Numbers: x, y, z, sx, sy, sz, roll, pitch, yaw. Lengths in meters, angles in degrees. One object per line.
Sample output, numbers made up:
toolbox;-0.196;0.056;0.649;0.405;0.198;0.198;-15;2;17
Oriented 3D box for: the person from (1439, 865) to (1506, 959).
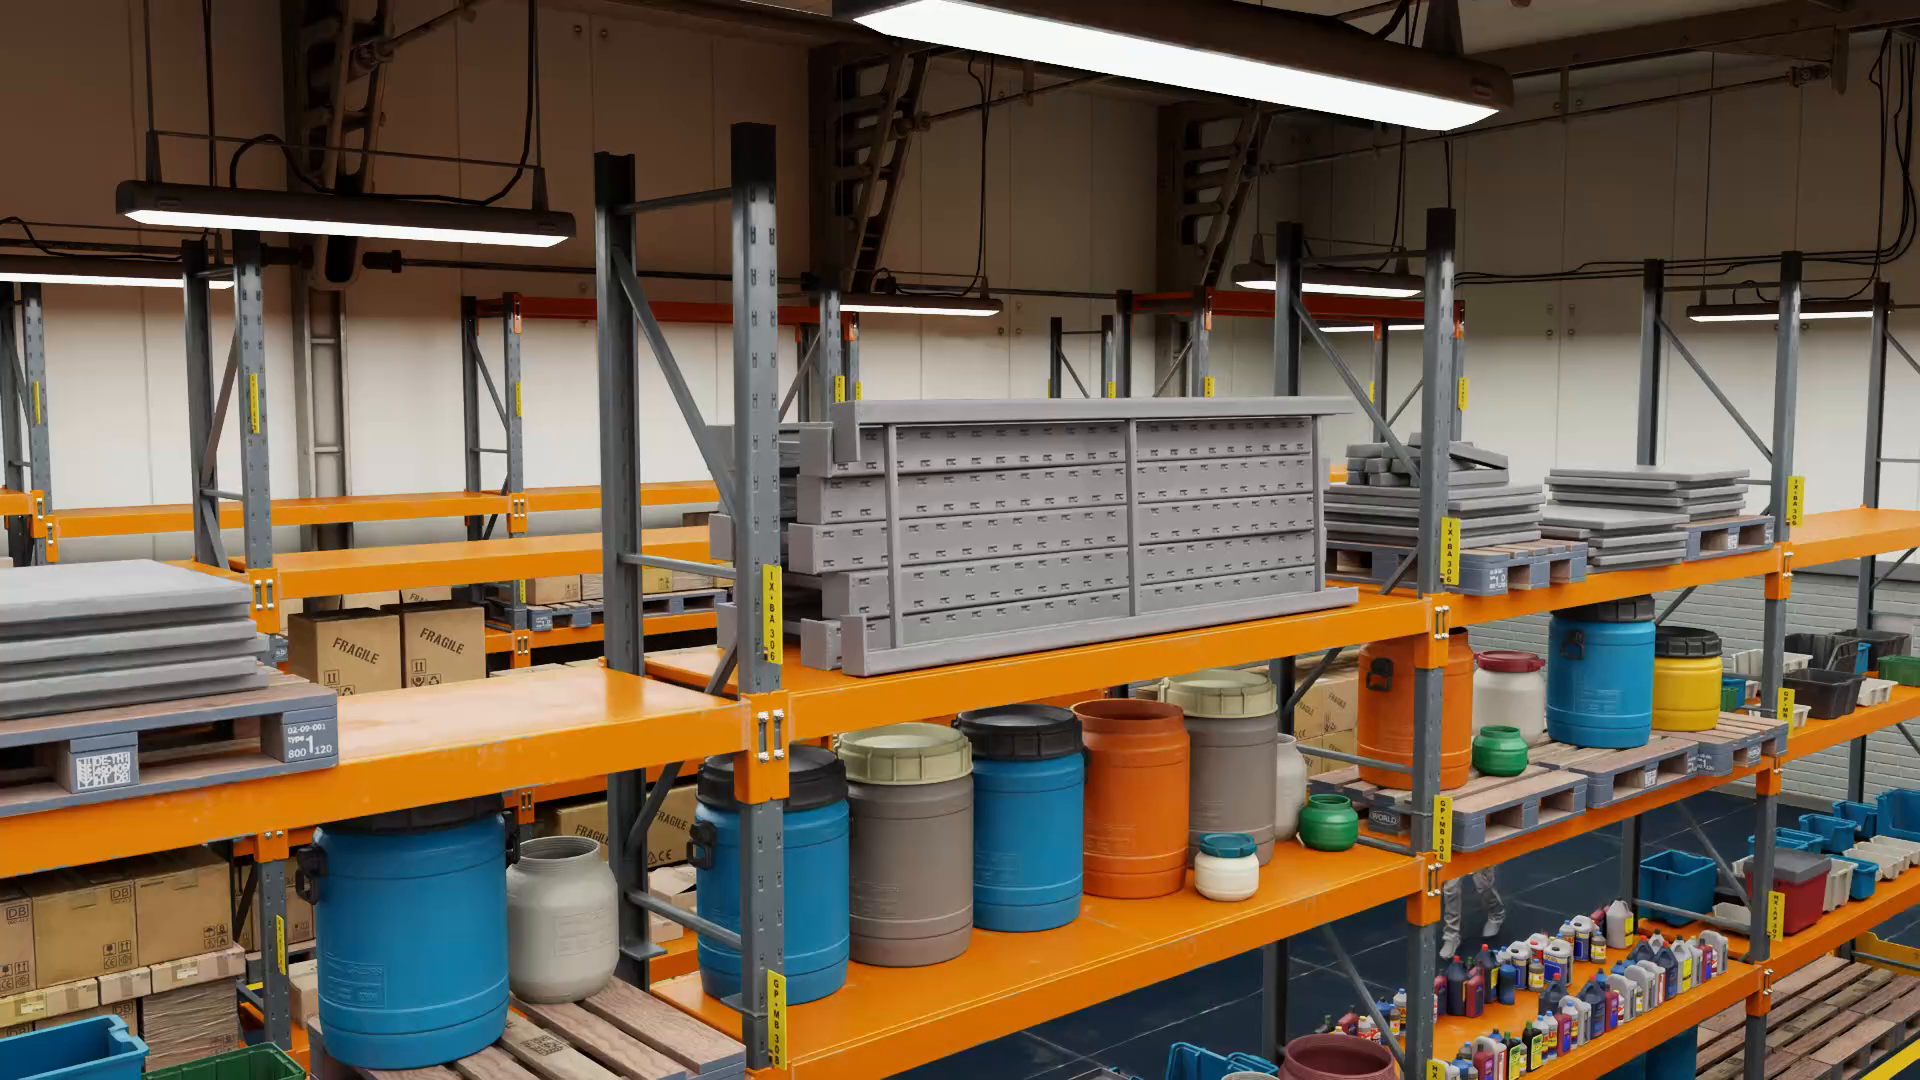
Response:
person;4.684;2.851;15.170;0.620;1.814;0.935;5;7;40
